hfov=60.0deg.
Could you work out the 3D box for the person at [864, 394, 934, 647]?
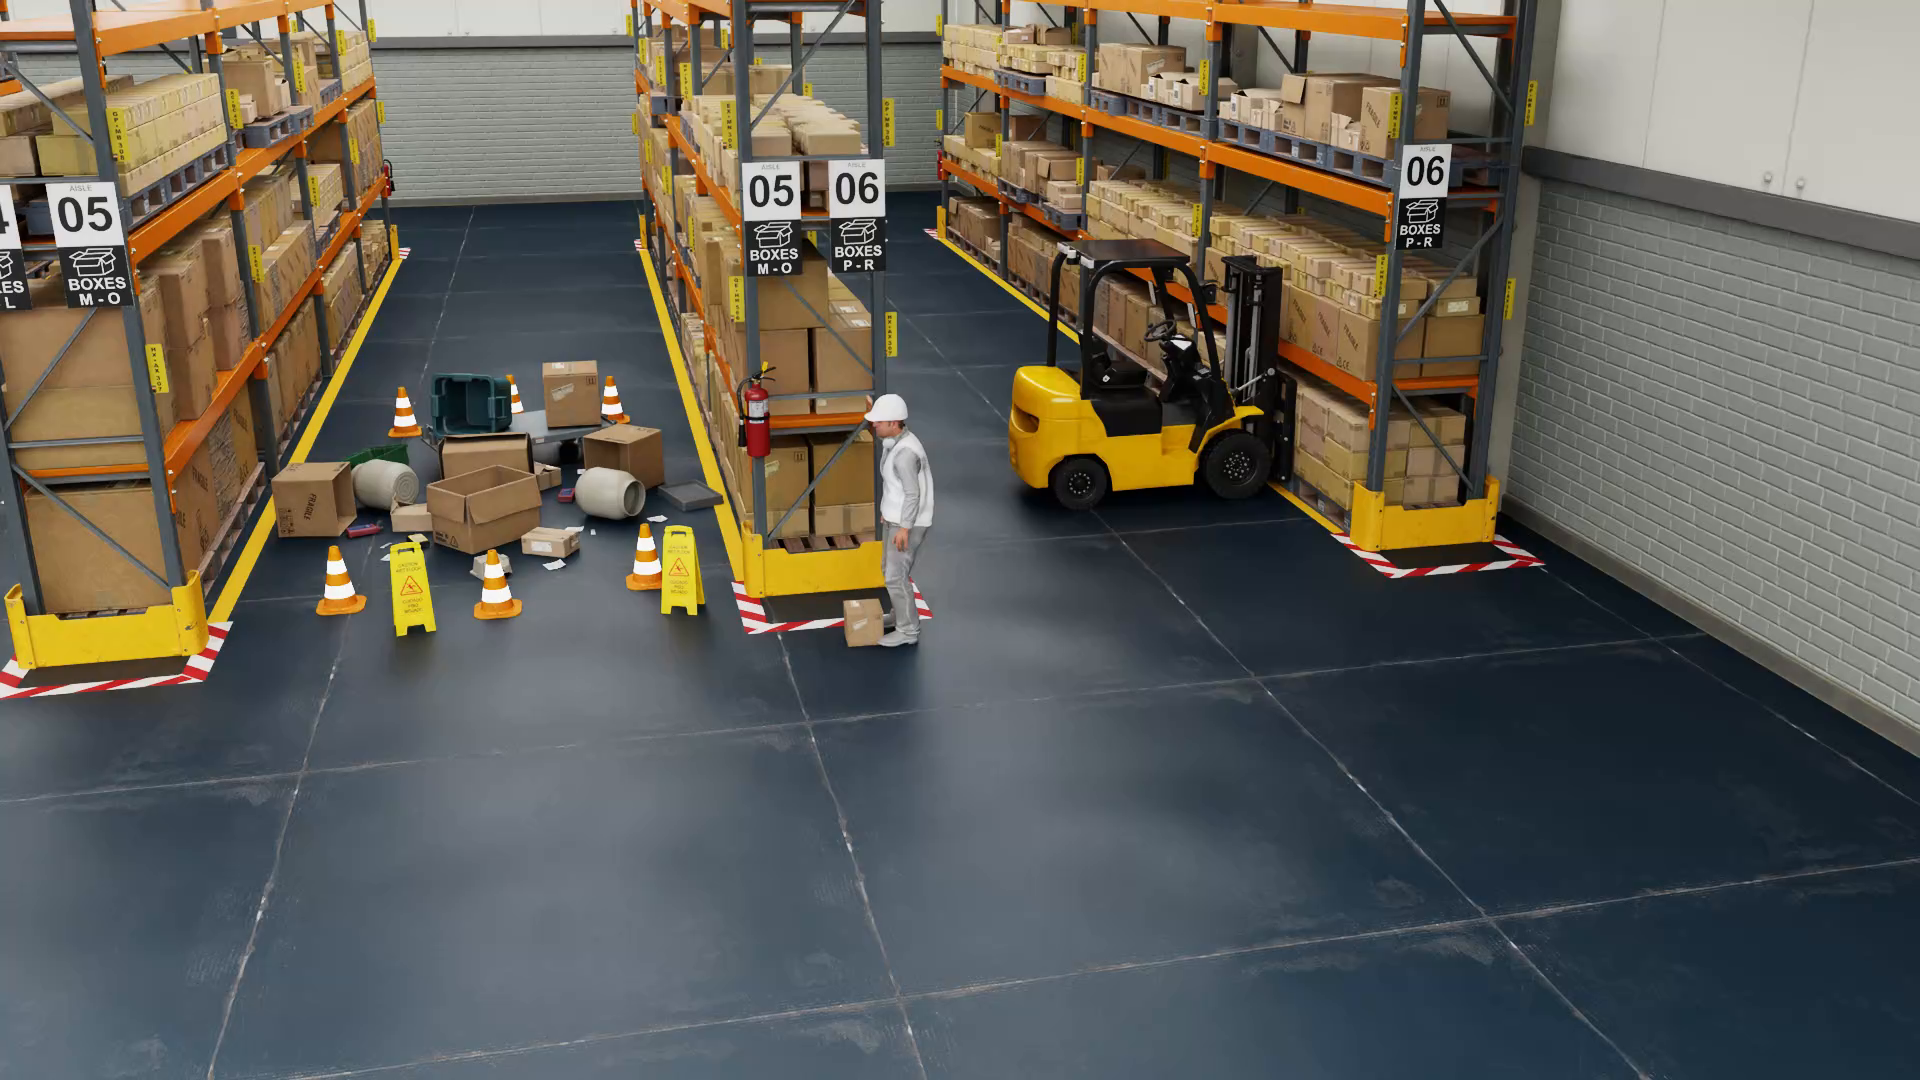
[{"bbox_3d":[-0.418,-0.150,11.455,0.465,1.770,0.590,-4,20,-11],"label":"person"}]
